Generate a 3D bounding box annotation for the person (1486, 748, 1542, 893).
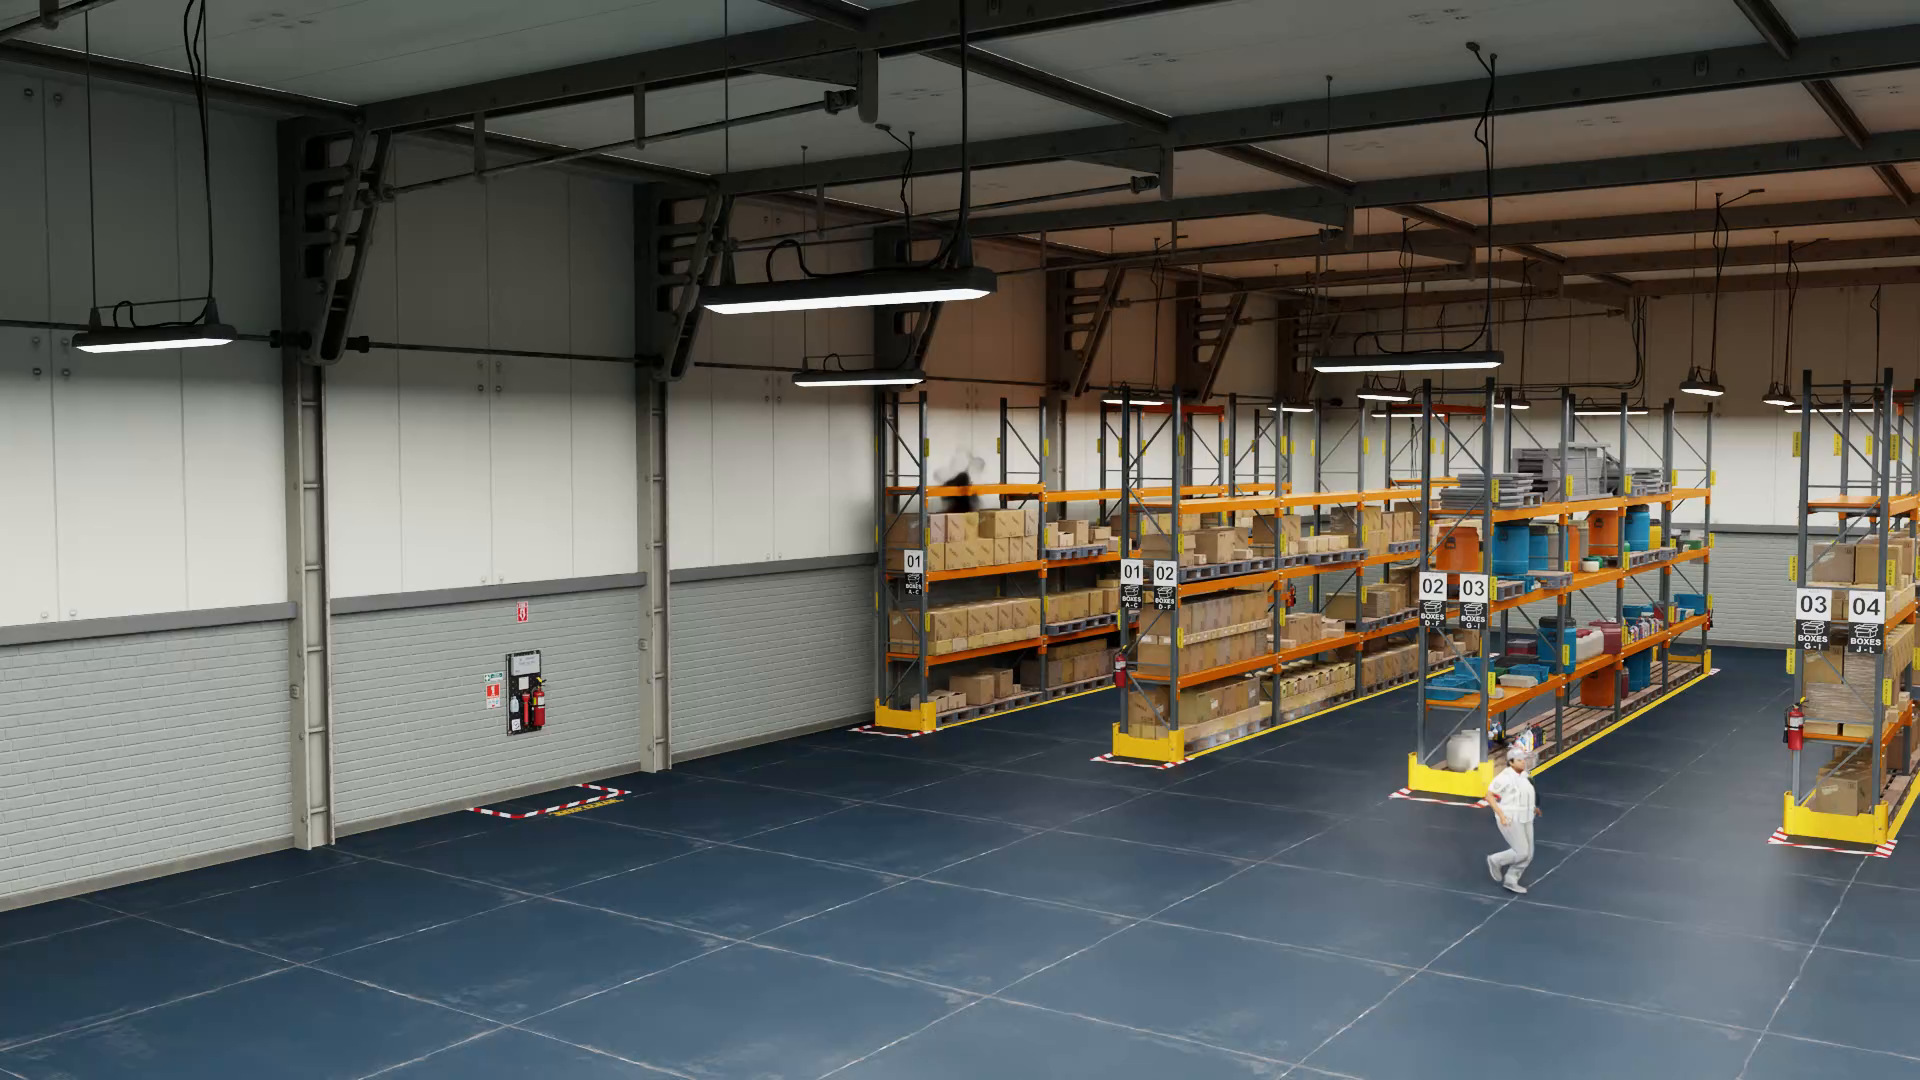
[{"bbox_3d":[6.263,3.157,18.724,0.611,1.624,0.546,-2,4,-33],"label":"person"}]
